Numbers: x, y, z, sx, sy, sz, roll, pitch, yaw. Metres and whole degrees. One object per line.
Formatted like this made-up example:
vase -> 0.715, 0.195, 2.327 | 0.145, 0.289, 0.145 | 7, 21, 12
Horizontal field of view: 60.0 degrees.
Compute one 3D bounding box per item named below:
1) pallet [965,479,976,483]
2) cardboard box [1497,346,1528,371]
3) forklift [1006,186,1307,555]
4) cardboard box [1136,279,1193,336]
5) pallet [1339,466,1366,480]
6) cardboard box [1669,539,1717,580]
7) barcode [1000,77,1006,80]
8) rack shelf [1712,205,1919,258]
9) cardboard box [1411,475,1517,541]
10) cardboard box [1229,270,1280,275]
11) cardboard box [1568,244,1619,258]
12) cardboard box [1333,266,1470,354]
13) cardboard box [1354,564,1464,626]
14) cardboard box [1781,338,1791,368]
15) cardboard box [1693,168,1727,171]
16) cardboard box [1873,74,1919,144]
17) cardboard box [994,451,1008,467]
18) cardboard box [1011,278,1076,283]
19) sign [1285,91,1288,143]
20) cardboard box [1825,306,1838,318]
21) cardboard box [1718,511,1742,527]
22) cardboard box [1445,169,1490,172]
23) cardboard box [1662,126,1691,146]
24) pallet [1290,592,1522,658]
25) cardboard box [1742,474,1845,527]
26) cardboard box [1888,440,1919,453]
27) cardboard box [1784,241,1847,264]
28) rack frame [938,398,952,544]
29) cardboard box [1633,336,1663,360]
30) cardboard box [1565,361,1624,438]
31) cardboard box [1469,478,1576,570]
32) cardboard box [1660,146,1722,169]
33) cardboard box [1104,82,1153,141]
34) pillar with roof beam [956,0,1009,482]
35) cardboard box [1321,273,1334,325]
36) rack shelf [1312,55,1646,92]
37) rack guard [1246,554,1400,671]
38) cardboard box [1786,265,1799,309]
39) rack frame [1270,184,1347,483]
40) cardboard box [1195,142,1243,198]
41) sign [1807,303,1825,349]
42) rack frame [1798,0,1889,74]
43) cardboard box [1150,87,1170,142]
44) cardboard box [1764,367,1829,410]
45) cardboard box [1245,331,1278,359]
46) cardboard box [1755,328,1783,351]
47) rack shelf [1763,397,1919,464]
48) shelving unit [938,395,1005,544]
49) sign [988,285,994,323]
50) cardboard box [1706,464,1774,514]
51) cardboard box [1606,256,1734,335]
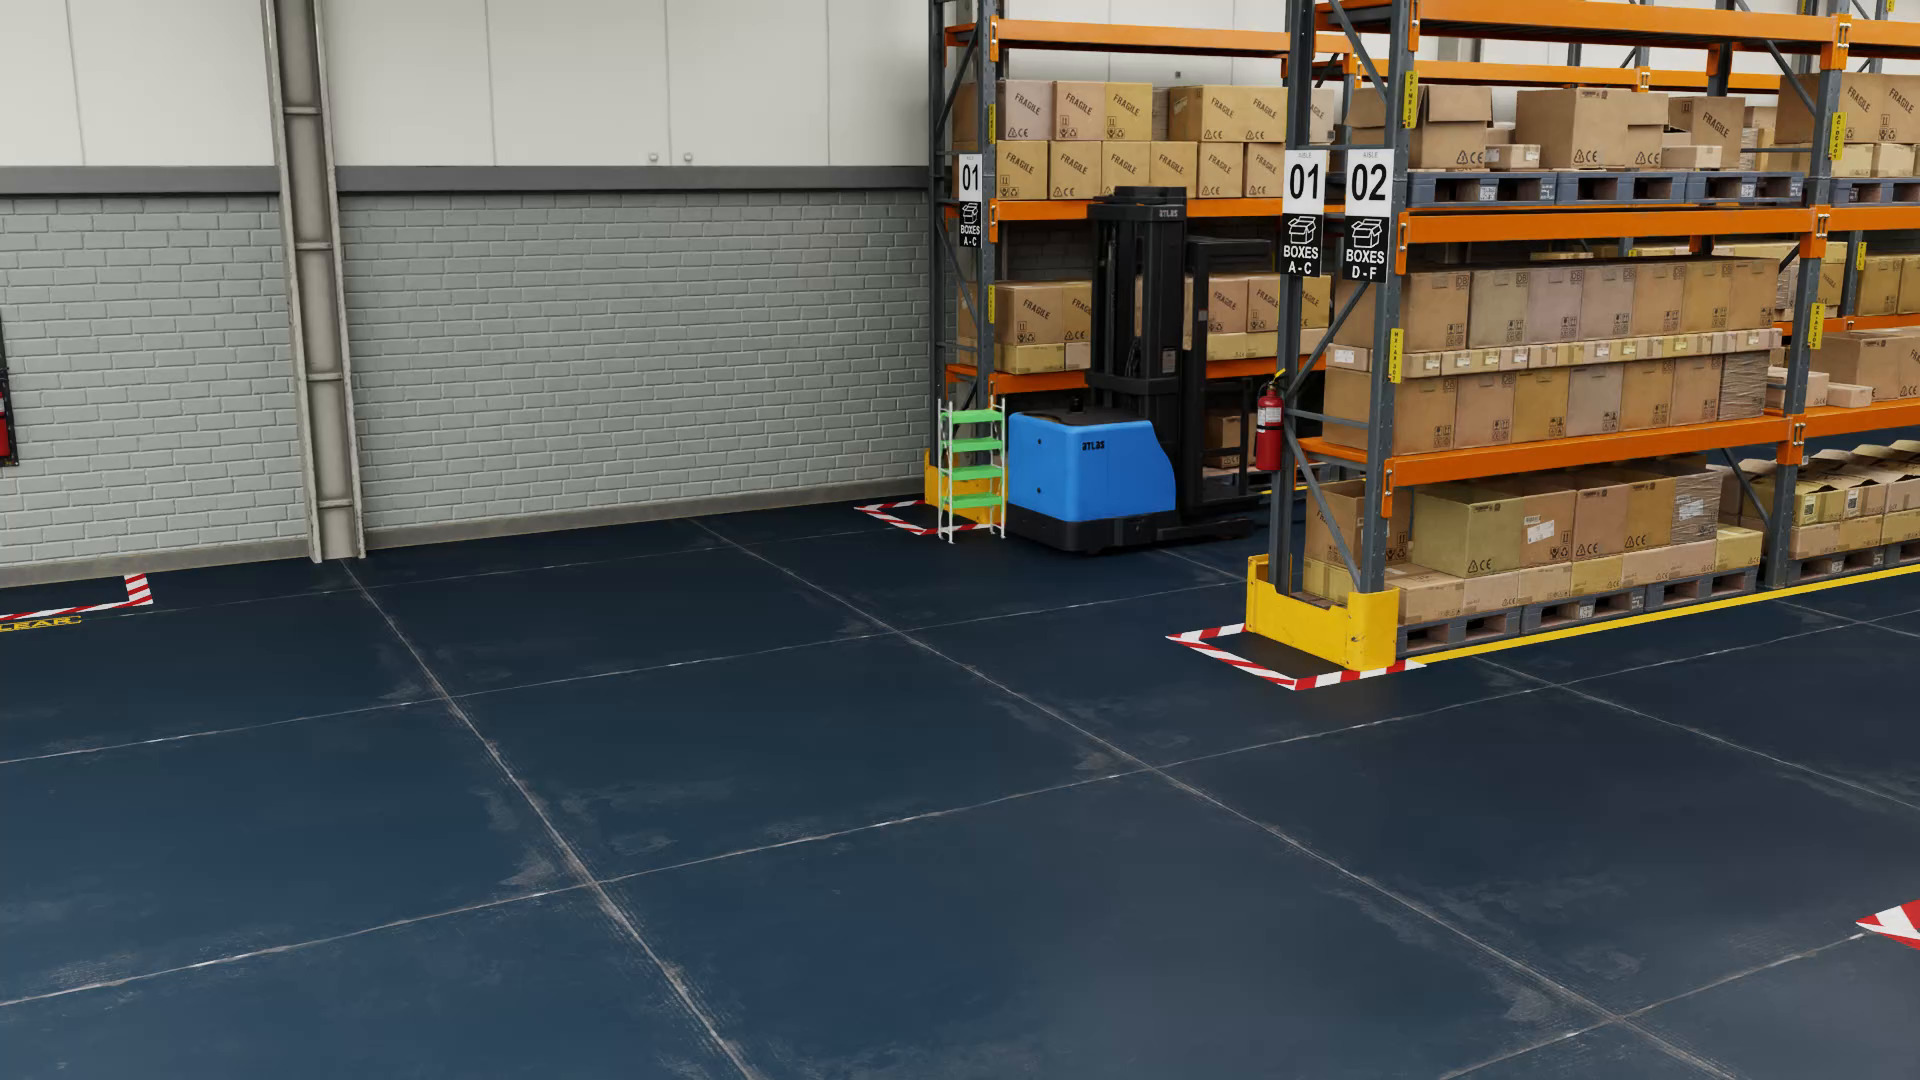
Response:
pallet -> 0.806, -0.446, 15.612 | 1.213, 0.211, 1.003 | -7, 14, -28
cardboard box -> 3.506, -1.211, 10.955 | 0.250, 0.149, 0.380 | -7, 14, -29
forklift -> 1.928, -1.524, 14.205 | 3.031, 2.935, 1.130 | -7, 15, -29
cardboard box -> 1.914, -2.175, 15.529 | 0.500, 0.500, 0.500 | -6, 14, -26
pallet -> 4.202, -0.863, 17.462 | 1.213, 0.211, 1.003 | -7, 14, -28
cardboard box -> 5.151, 0.091, 12.177 | 0.500, 0.250, 0.500 | -7, 14, -28
barcode -> 0.393, -4.184, 15.165 | 0.075, 0.075, 0.001 | -7, 14, -28
rack shelf -> 7.652, -2.510, 13.235 | 4.000, 0.370, 1.077 | -7, 14, -28
cardboard box -> 3.585, -0.217, 11.840 | 0.500, 0.500, 0.500 | -7, 14, -28
cardboard box -> 3.007, -2.434, 16.682 | 0.500, 0.500, 0.500 | -7, 15, -29
cardboard box -> 7.305, -3.229, 18.966 | 0.500, 0.250, 0.500 | -6, 14, -26
cardboard box -> 2.848, -1.500, 10.759 | 0.500, 0.500, 0.700 | -7, 14, -28
cardboard box -> 2.963, 0.357, 10.997 | 0.500, 0.250, 0.500 | -7, 14, -28
cardboard box -> 10.033, -2.045, 20.305 | 0.750, 0.750, 0.750 | -7, 14, -27
cardboard box -> 8.361, -4.472, 19.088 | 0.500, 0.500, 0.700 | -6, 14, -25
cardboard box -> 6.946, -3.269, 12.650 | 0.500, 0.500, 0.500 | -5, 14, -22
cardboard box -> 0.659, -0.678, 15.414 | 0.500, 0.311, 0.500 | -9, 15, -34
cardboard box -> 0.767, -2.164, 15.482 | 0.500, 0.500, 0.500 | -7, 14, -27
sign -> 2.138, -2.729, 10.734 | 0.005, 0.325, 0.100 | -7, 14, -28
cardboard box -> 10.381, -2.780, 20.155 | 0.250, 0.149, 0.380 | -7, 14, -27
cardboard box -> 6.122, -0.150, 13.248 | 0.500, 0.250, 0.500 | -7, 14, -28
cardboard box -> 5.121, -4.030, 17.168 | 0.500, 0.500, 0.500 | -7, 15, -30
cardboard box -> 4.854, -2.821, 11.907 | 0.500, 0.311, 0.500 | -8, 15, -31
pallet -> 3.037, 0.506, 11.380 | 1.213, 0.211, 1.003 | -7, 14, -28
cardboard box -> 6.379, -0.319, 12.725 | 0.500, 0.311, 0.500 | -7, 14, -28
cardboard box -> 8.350, -0.689, 14.368 | 0.500, 0.311, 0.500 | -7, 15, -29
cardboard box -> 10.254, -3.454, 19.965 | 0.500, 0.250, 0.500 | -6, 14, -26
rack frame -> -0.124, -0.577, 13.940 | 0.015, 1.200, 0.240 | -6, 14, -24
cardboard box -> 4.645, -1.349, 11.565 | 0.250, 0.149, 0.380 | -6, 14, -26
cardboard box -> 4.159, -1.025, 11.603 | 0.500, 0.500, 0.700 | -6, 14, -26
cardboard box -> 3.834, -0.117, 11.394 | 0.500, 0.500, 0.500 | -7, 14, -28
cardboard box -> 4.969, -2.621, 11.389 | 0.250, 0.149, 0.380 | -7, 14, -28
cardboard box -> 1.372, -3.823, 14.881 | 0.500, 0.500, 0.500 | -6, 14, -26
pillar with roof beam -> 2.272, -4.058, 11.644 | 0.400, 9.000, 9.100 | -7, 14, -28
cardboard box -> 3.983, -2.451, 16.940 | 0.500, 0.500, 0.700 | -7, 14, -28
rack shelf -> 5.275, -4.732, 17.190 | 4.000, 0.370, 1.077 | -7, 14, -28
rack guard -> 2.365, 0.456, 10.944 | 0.348, 0.500, 1.175 | -7, 14, -28
cardboard box -> 9.814, -3.034, 19.806 | 0.500, 0.500, 0.500 | -7, 14, -27
rack frame -> 3.520, -2.141, 16.791 | 0.127, 3.000, 1.000 | -7, 14, -28
cardboard box -> 2.277, -3.446, 15.483 | 0.500, 0.500, 0.500 | -7, 15, -30
sign -> 6.164, -1.541, 11.972 | 0.005, 0.325, 0.100 | -7, 14, -28
rack frame -> 10.542, -5.909, 19.872 | 0.127, 3.000, 1.000 | -7, 14, -28
cardboard box -> 1.624, -3.984, 15.599 | 0.500, 0.500, 0.500 | -7, 14, -28
cardboard box -> 6.308, -1.174, 12.834 | 0.500, 0.250, 0.500 | -6, 14, -24
cardboard box -> 2.808, -1.919, 16.098 | 0.500, 0.250, 0.500 | -7, 14, -28
cardboard box -> 5.761, -1.482, 12.158 | 0.250, 0.149, 0.380 | -7, 14, -28
rack shelf -> 7.652, -1.046, 13.564 | 4.000, 0.370, 1.077 | -7, 14, -28
shelving unit -> 0.097, -0.600, 14.041 | 0.503, 1.200, 0.258 | -6, 14, -24
sign -> 0.269, -2.038, 14.361 | 0.005, 0.325, 0.100 | -7, 14, -28
cardboard box -> 6.115, -0.422, 13.179 | 0.500, 0.311, 0.500 | -7, 14, -28
cardboard box -> 5.067, -1.767, 11.947 | 0.500, 0.500, 0.700 | -7, 14, -28
